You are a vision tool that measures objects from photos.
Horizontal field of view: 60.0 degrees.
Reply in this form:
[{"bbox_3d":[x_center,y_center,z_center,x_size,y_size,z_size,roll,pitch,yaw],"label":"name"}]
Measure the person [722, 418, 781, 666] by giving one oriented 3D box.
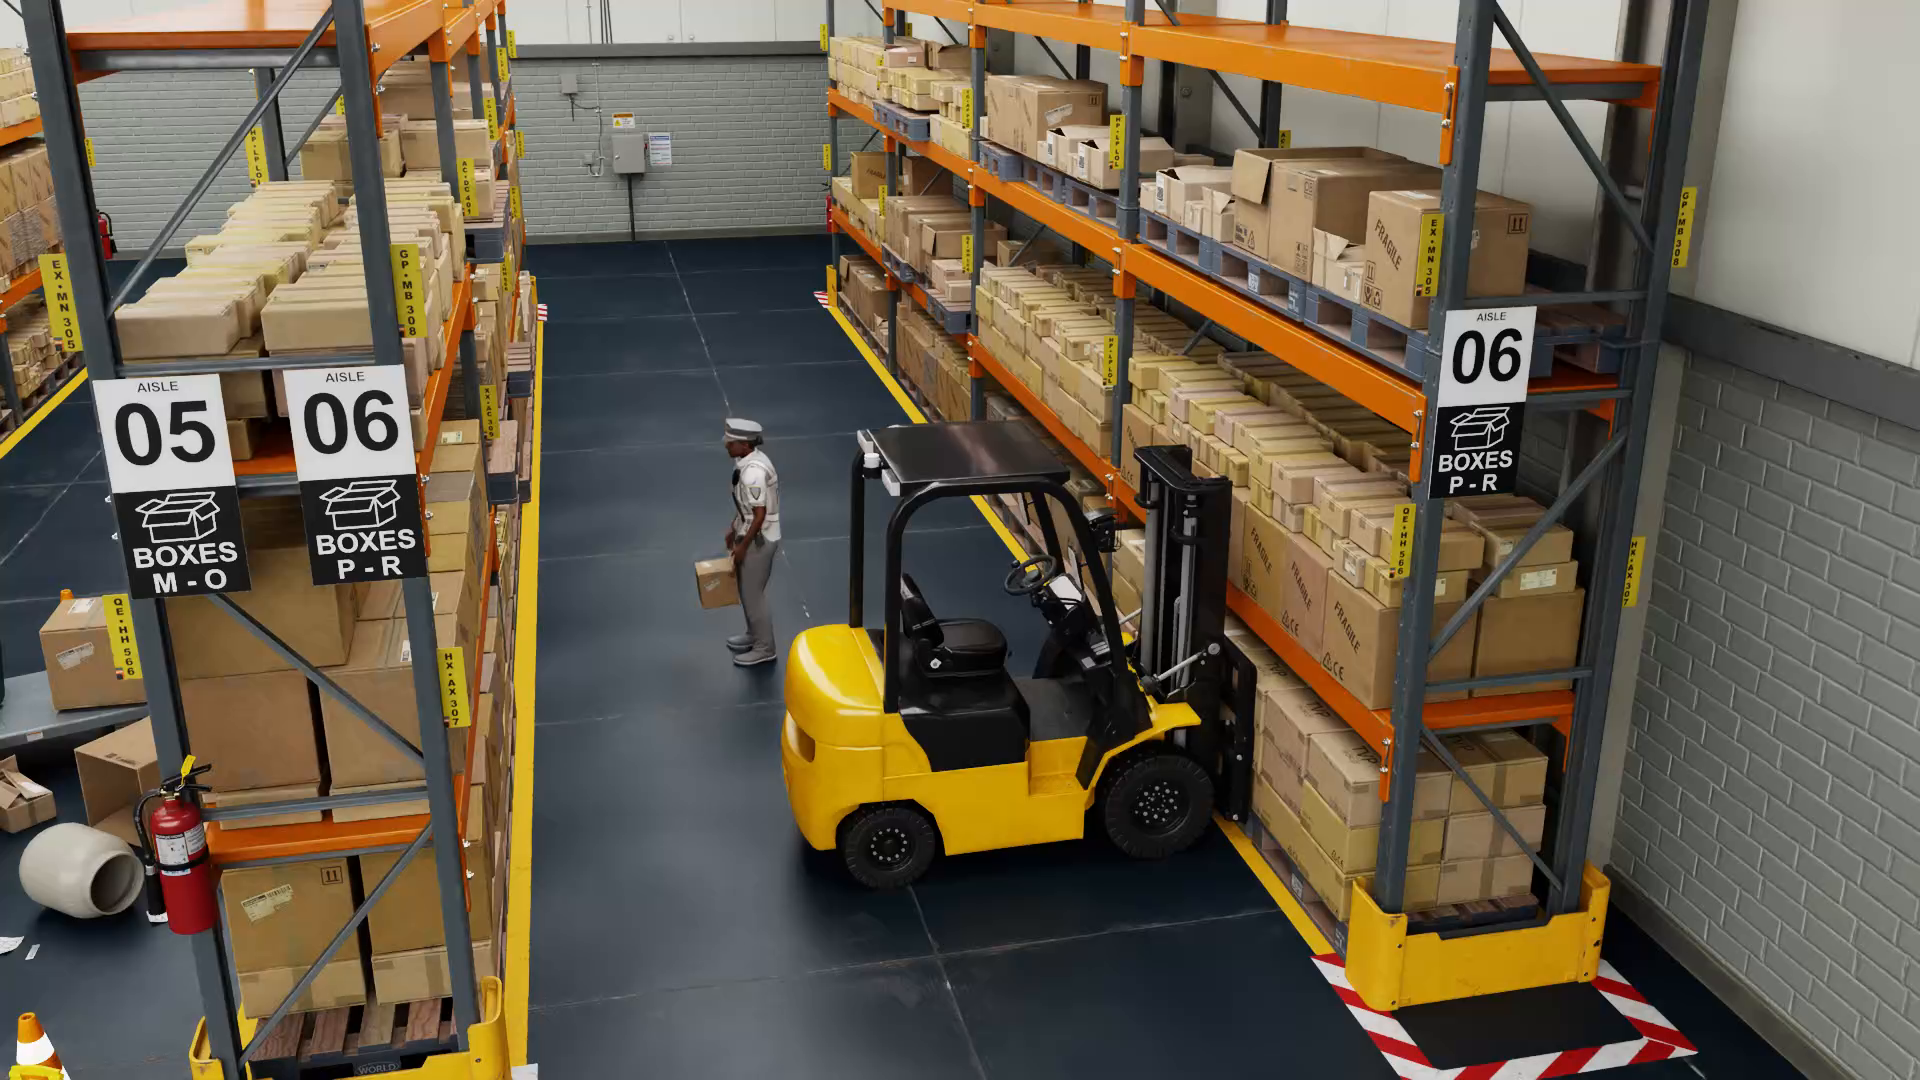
[{"bbox_3d":[-1.383,-0.006,11.072,0.370,1.669,0.492,-5,20,-14],"label":"person"}]
